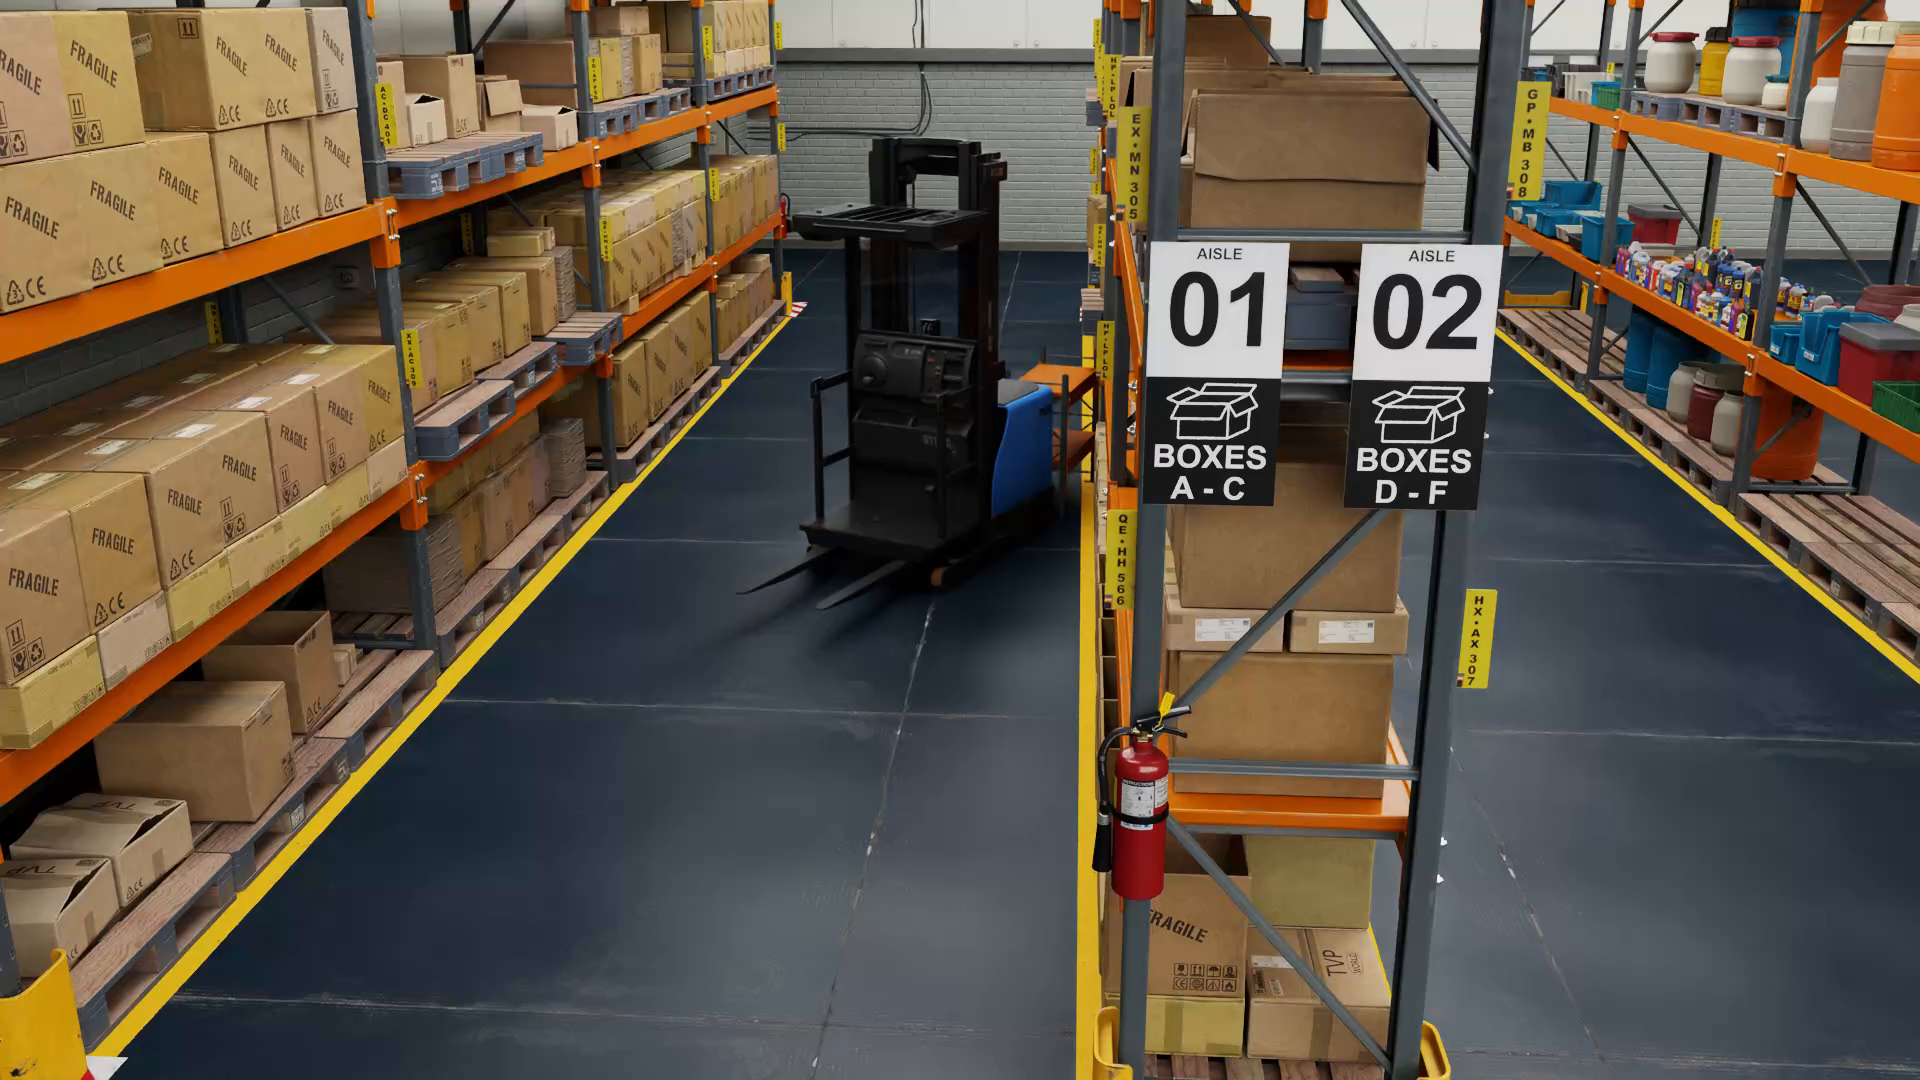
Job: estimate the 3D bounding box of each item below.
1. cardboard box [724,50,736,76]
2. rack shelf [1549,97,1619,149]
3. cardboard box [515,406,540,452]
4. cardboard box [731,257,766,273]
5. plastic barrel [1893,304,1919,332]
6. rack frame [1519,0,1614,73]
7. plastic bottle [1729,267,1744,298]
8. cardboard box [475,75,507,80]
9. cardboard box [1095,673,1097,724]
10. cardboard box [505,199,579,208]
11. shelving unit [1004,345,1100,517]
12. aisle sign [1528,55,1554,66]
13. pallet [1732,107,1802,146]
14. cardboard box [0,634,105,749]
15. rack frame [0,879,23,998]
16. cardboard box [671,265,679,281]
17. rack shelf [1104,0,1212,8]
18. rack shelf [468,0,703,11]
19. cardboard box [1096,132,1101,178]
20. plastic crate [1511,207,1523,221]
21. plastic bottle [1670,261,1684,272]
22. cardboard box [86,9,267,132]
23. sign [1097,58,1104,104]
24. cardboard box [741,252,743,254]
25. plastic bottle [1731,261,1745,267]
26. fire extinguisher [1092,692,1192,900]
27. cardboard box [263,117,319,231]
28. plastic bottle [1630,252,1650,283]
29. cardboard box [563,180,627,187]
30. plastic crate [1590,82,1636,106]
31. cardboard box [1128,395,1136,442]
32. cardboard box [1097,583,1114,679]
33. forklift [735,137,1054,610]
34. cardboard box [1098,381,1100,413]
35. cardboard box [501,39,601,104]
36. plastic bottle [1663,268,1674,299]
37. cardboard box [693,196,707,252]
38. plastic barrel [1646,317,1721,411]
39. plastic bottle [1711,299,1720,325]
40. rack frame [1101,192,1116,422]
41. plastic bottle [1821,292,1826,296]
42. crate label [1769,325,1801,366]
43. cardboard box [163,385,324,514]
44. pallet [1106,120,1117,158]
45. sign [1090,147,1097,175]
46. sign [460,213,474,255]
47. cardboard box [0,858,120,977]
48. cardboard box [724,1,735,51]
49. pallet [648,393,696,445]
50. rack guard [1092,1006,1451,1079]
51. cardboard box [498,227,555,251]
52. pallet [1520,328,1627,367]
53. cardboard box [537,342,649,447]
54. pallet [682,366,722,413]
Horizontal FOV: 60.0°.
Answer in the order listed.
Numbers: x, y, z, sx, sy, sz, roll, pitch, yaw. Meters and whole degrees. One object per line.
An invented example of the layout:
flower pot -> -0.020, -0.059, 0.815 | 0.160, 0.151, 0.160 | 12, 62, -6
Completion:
cardboard box -> -2.674, -5.062, 17.643 | 0.500, 0.250, 0.500 | 1, 18, 3
rack shelf -> 6.988, -4.578, 17.915 | 1.077, 0.370, 4.000 | 1, 18, 4
cardboard box -> -3.427, -0.829, 12.240 | 0.500, 0.250, 0.500 | 2, 18, 5
cardboard box -> -2.546, -3.314, 20.017 | 0.380, 0.149, 0.250 | 2, 18, 5
plastic barrel -> 6.697, -1.360, 11.576 | 0.421, 0.512, 0.421 | 0, 18, 0
rack frame -> 7.131, -6.966, 19.231 | 1.000, 3.000, 0.127 | 1, 18, 4
plastic bottle -> 6.925, -2.295, 14.818 | 0.097, 0.271, 0.097 | 0, 18, 0
cardboard box -> -3.605, -3.116, 12.105 | 0.500, 0.500, 0.500 | 1, 18, 4
cardboard box -> 0.954, 0.899, 8.603 | 0.500, 0.250, 0.500 | 1, 18, 4
cardboard box -> -3.509, -2.714, 14.014 | 0.500, 0.250, 0.500 | 1, 18, 2
shelving unit -> 0.741, -0.895, 13.344 | 0.538, 1.125, 1.048 | 6, 19, 17
aisle sign -> 6.840, -5.380, 19.849 | 0.394, 0.787, 0.004 | 1, 18, 4
pallet -> 6.710, -3.202, 12.864 | 1.003, 0.211, 1.213 | 1, 18, 4
cardboard box -> -3.545, 0.550, 6.136 | 0.500, 0.250, 0.500 | 1, 18, 2
rack frame -> -3.894, 0.633, 5.675 | 0.949, 2.616, 0.053 | 1, 18, 4
cardboard box -> -2.881, -2.557, 15.781 | 0.380, 0.149, 0.250 | 1, 18, 4
rack shelf -> 1.761, -4.683, 14.060 | 1.077, 0.370, 4.000 | 1, 18, 4
rack shelf -> -3.180, -4.792, 14.394 | 1.077, 0.370, 4.000 | 1, 18, 4
cardboard box -> 1.896, -4.618, 19.933 | 0.500, 0.500, 0.500 | 2, 18, 6
plastic crate -> 6.680, -3.852, 19.687 | 0.250, 0.136, 0.298 | 1, 18, 4
plastic bottle -> 6.517, -2.388, 15.093 | 0.152, 0.276, 0.135 | 1, 18, 4
cardboard box -> -3.432, -2.073, 7.316 | 0.500, 0.500, 0.500 | 1, 18, 2
sign -> 1.077, -3.426, 12.415 | 0.100, 0.325, 0.005 | 1, 18, 4
cardboard box -> -2.891, -3.480, 20.525 | 0.380, 0.149, 0.250 | 1, 18, 4
plastic bottle -> 7.077, -2.415, 15.174 | 0.152, 0.276, 0.135 | 1, 18, 4
fire extinguisher -> 0.572, 0.805, 5.273 | 0.296, 0.674, 0.183 | 1, 18, 4
cardboard box -> -3.449, -1.773, 8.007 | 0.500, 0.500, 0.500 | 0, 18, -1
plastic bottle -> 6.405, -2.565, 15.634 | 0.152, 0.276, 0.135 | 1, 18, 4
cardboard box -> -3.391, -3.194, 15.477 | 0.500, 0.250, 0.500 | 1, 18, 2
plastic crate -> 6.592, -4.509, 16.818 | 0.416, 0.233, 0.300 | 1, 18, 4
cardboard box -> 1.211, -0.714, 9.999 | 0.396, 0.266, 0.258 | 1, 18, 3
cardboard box -> 0.957, 0.543, 8.486 | 0.500, 0.500, 0.500 | 1, 18, 4
forklift -> -0.429, -1.210, 11.408 | 1.130, 2.935, 3.031 | 10, 20, 27
cardboard box -> 1.519, -1.383, 15.135 | 0.500, 0.500, 0.500 | 1, 18, 2
cardboard box -> -3.361, -3.852, 13.676 | 0.700, 0.500, 0.500 | 0, 18, 1
plastic bottle -> 6.313, -2.282, 14.776 | 0.097, 0.271, 0.097 | 0, 18, 0
cardboard box -> -2.818, -3.144, 16.529 | 0.500, 0.500, 0.500 | 1, 18, 3
plastic barrel -> 6.738, -1.687, 15.450 | 0.600, 0.901, 0.708 | 1, 18, 4
plastic bottle -> 6.225, -1.869, 13.630 | 0.097, 0.201, 0.097 | 0, 18, 0
rack frame -> 1.618, -1.743, 12.924 | 1.000, 3.000, 0.127 | 1, 18, 4
plastic bottle -> 7.000, -1.887, 13.552 | 0.061, 0.283, 0.133 | 1, 18, 4
crate label -> 6.154, -1.429, 12.235 | 0.303, 0.233, 0.416 | 1, 18, 4
cardboard box -> -3.413, -0.439, 7.951 | 0.500, 0.500, 0.500 | 1, 18, 2
pallet -> 1.658, -2.866, 11.837 | 1.213, 0.211, 1.003 | 2, 18, 6
sign -> 1.650, -4.651, 20.409 | 0.100, 0.325, 0.005 | 1, 18, 4
sign -> -3.877, -2.414, 13.112 | 0.100, 0.325, 0.005 | 1, 18, 4
cardboard box -> -3.758, 1.488, 6.675 | 0.500, 0.311, 0.500 | -1, 18, -2
cardboard box -> -2.675, -5.427, 17.552 | 0.500, 0.500, 0.500 | 1, 18, 3
pallet -> -3.102, -1.148, 15.587 | 1.003, 0.211, 1.213 | 1, 18, 4
rack guard -> 1.042, 1.937, 5.708 | 1.175, 0.500, 0.348 | 1, 18, 4
cardboard box -> -3.318, -2.309, 12.744 | 0.380, 0.149, 0.250 | -1, 18, -3
pallet -> 6.944, -2.157, 18.668 | 1.003, 0.211, 1.213 | 1, 18, 4
cardboard box -> -3.140, -1.255, 14.215 | 0.750, 0.750, 0.750 | 1, 18, 3
pallet -> -3.017, -1.528, 16.747 | 1.003, 0.211, 1.213 | 1, 18, 4
